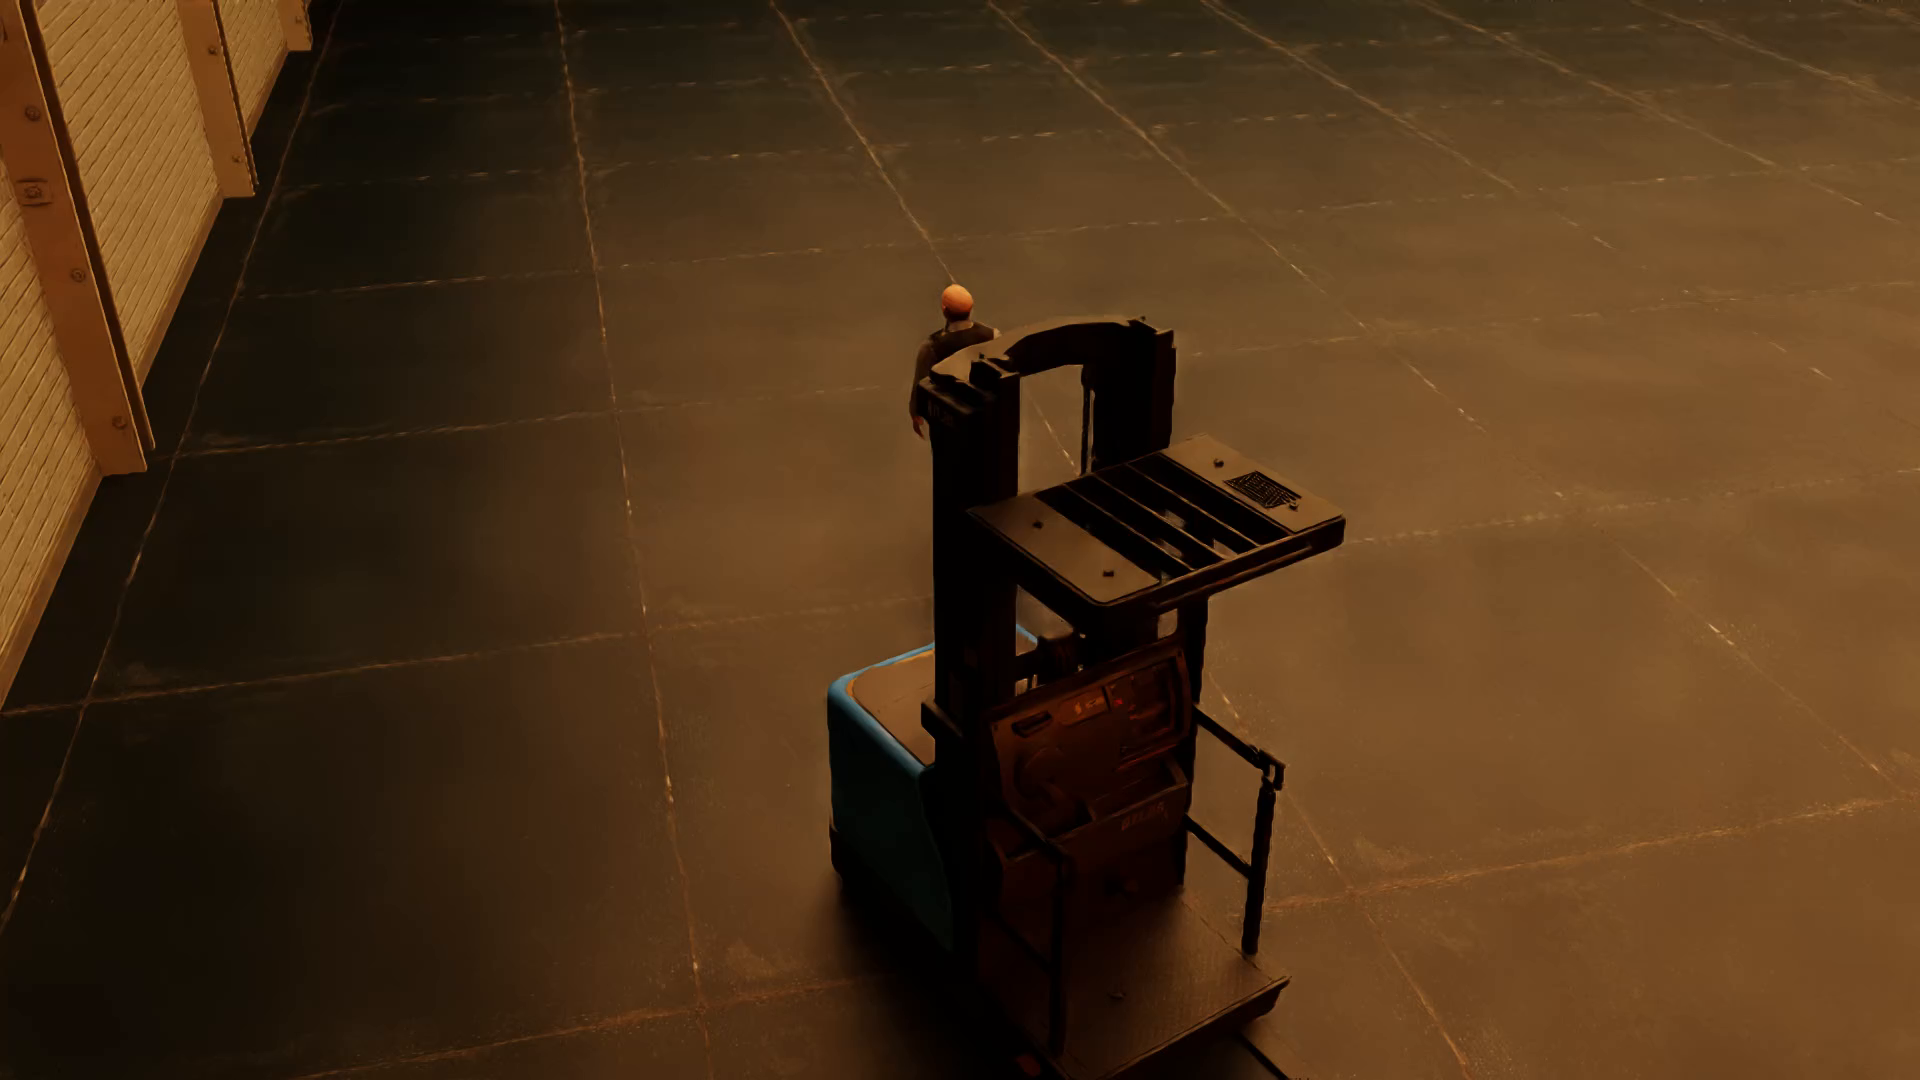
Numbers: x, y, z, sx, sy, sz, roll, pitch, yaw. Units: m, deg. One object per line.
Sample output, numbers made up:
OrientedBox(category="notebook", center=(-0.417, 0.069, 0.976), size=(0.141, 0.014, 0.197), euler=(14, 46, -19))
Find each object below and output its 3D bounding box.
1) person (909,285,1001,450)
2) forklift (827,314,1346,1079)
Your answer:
OrientedBox(category="person", center=(-0.007, -0.782, 10.119), size=(0.632, 1.720, 0.567), euler=(-7, 31, -12))
OrientedBox(category="forklift", center=(0.633, 0.761, 6.260), size=(1.130, 2.935, 3.031), euler=(-18, 35, -29))
